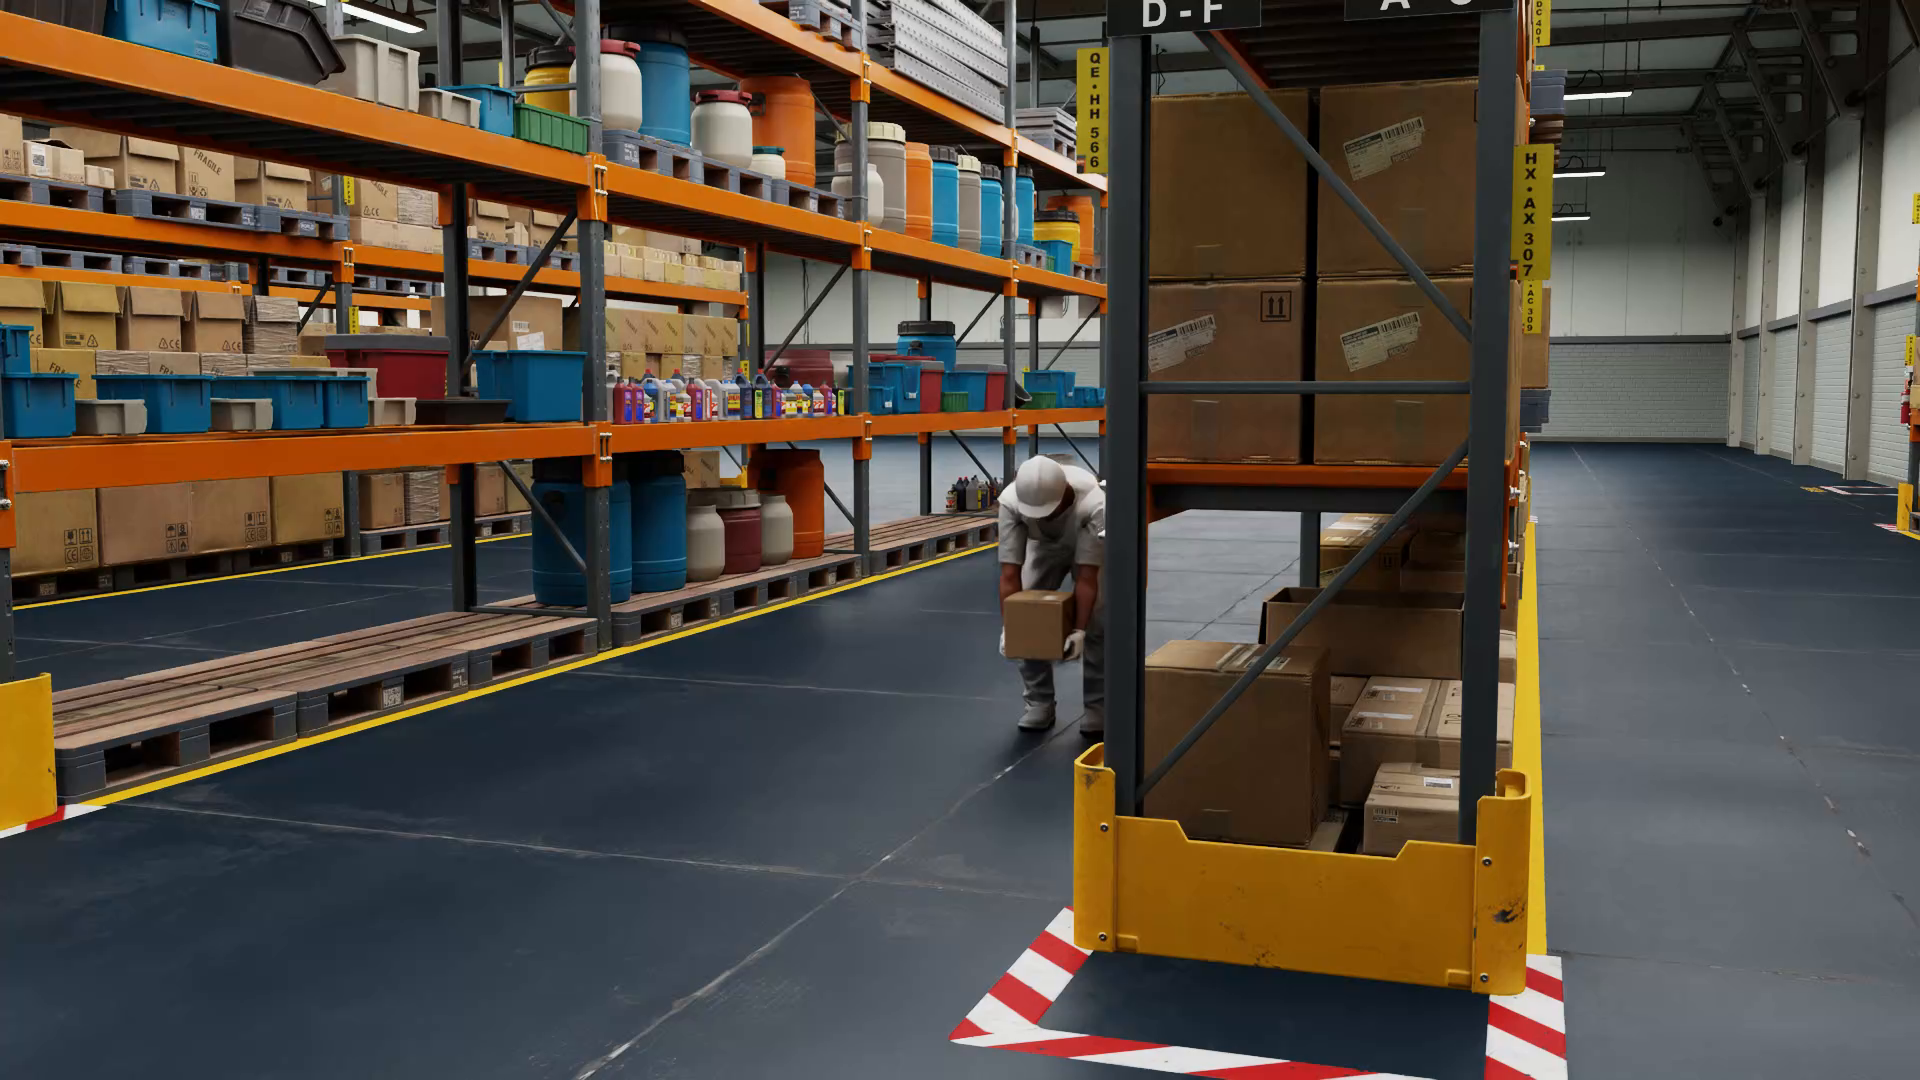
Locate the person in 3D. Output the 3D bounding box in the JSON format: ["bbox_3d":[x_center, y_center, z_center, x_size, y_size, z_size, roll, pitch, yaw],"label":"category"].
[{"bbox_3d":[0.427,0.241,7.179,0.516,1.238,0.954,2,5,16],"label":"person"}]
